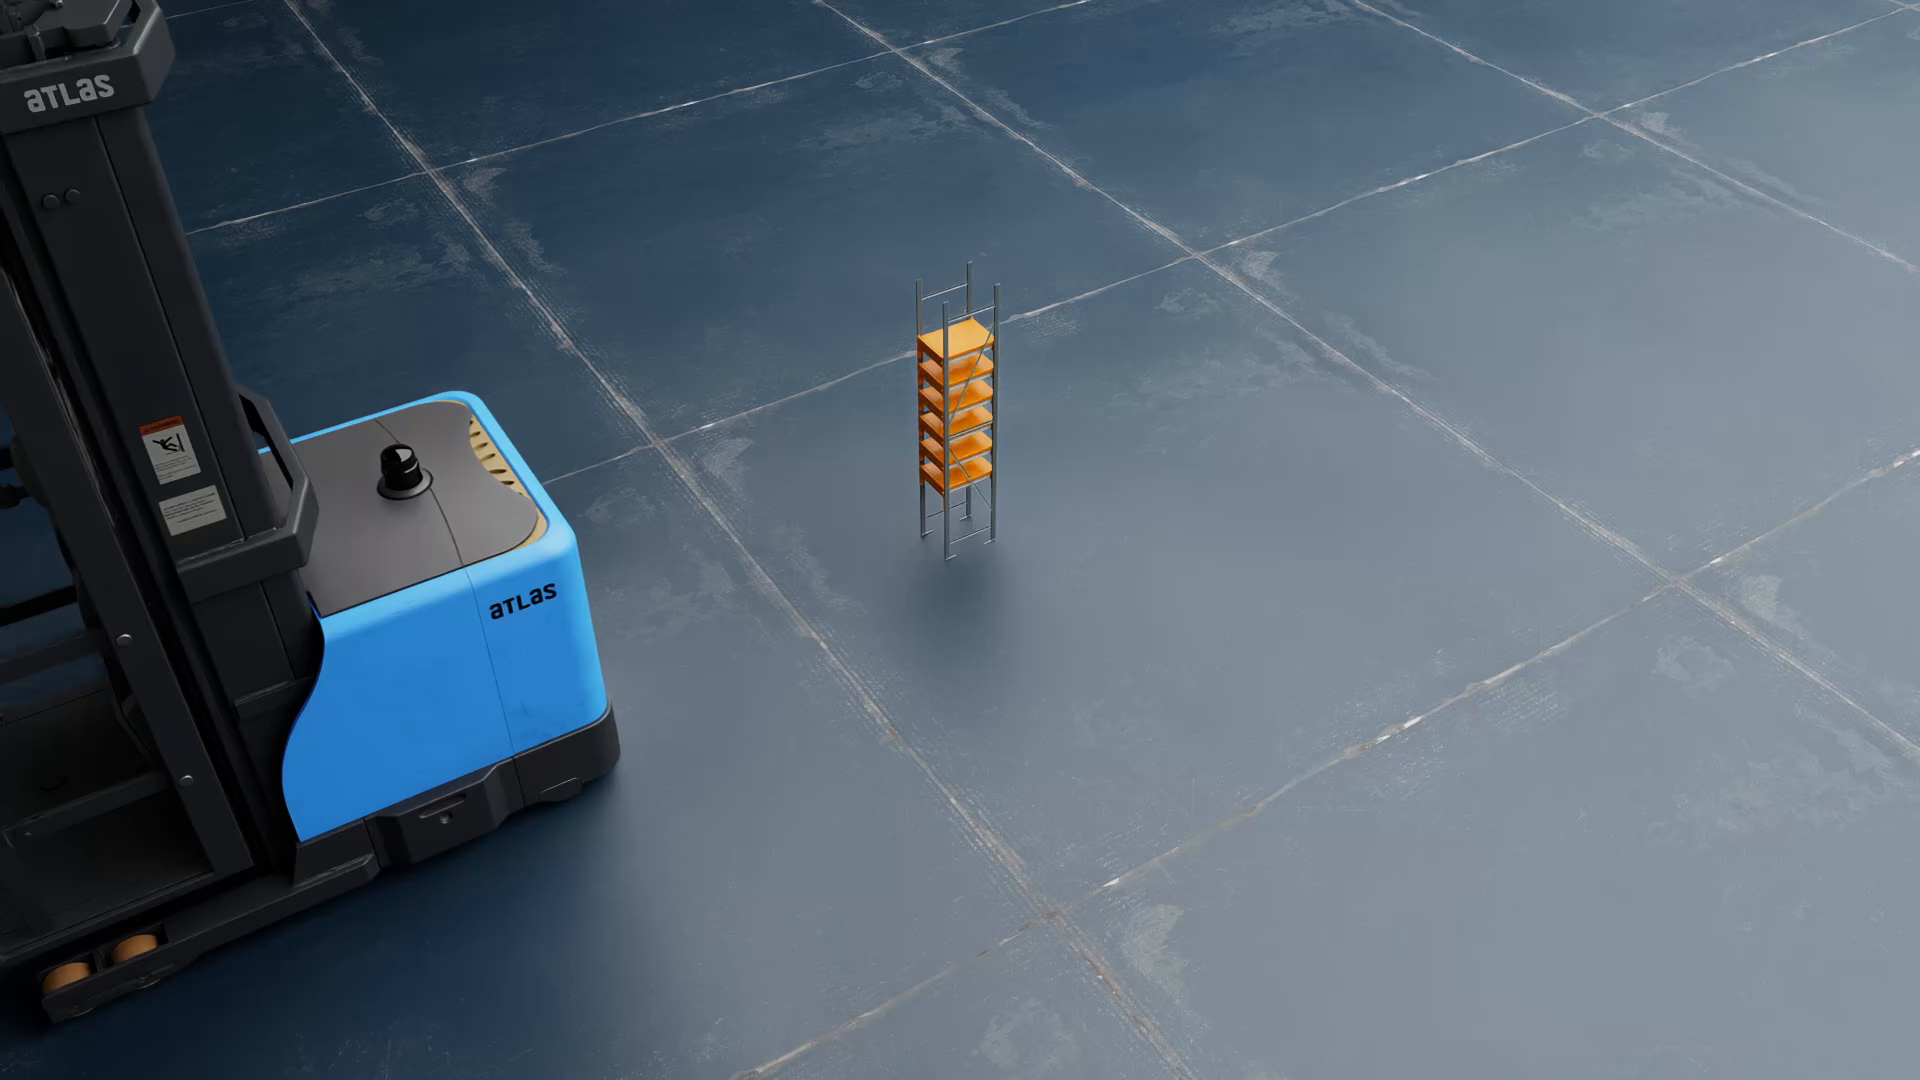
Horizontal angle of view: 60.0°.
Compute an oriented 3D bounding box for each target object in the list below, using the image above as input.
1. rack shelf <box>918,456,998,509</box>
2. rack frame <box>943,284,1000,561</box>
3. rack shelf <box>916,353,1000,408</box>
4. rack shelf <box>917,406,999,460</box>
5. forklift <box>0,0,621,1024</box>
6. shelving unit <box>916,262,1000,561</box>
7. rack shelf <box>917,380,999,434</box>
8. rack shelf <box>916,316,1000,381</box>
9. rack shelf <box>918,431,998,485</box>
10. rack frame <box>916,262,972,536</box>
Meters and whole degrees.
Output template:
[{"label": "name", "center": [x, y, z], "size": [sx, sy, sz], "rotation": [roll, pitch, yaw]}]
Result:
[{"label": "rack shelf", "center": [-0.008, -0.250, 6.557], "size": [0.258, 0.103, 0.180], "rotation": [-22, 45, -24]}, {"label": "rack frame", "center": [0.041, -0.419, 6.316], "size": [0.240, 1.200, 0.006], "rotation": [-22, 45, -24]}, {"label": "rack shelf", "center": [-0.008, -0.619, 6.250], "size": [0.258, 0.103, 0.180], "rotation": [-22, 45, -24]}, {"label": "rack shelf", "center": [-0.008, -0.435, 6.404], "size": [0.258, 0.103, 0.180], "rotation": [-22, 45, -24]}, {"label": "forklift", "center": [-2.695, -0.076, 4.551], "size": [3.031, 2.935, 1.130], "rotation": [-22, 44, -24]}, {"label": "shelving unit", "center": [-0.008, -0.469, 6.375], "size": [0.258, 1.200, 0.189], "rotation": [-22, 45, -24]}, {"label": "rack shelf", "center": [-0.008, -0.527, 6.327], "size": [0.258, 0.103, 0.180], "rotation": [-22, 45, -24]}, {"label": "rack shelf", "center": [-0.008, -0.711, 6.173], "size": [0.258, 0.103, 0.180], "rotation": [-22, 45, -24]}, {"label": "rack shelf", "center": [-0.008, -0.342, 6.481], "size": [0.258, 0.103, 0.180], "rotation": [-22, 45, -24]}, {"label": "rack frame", "center": [-0.057, -0.518, 6.435], "size": [0.240, 1.200, 0.006], "rotation": [-22, 45, -24]}]
